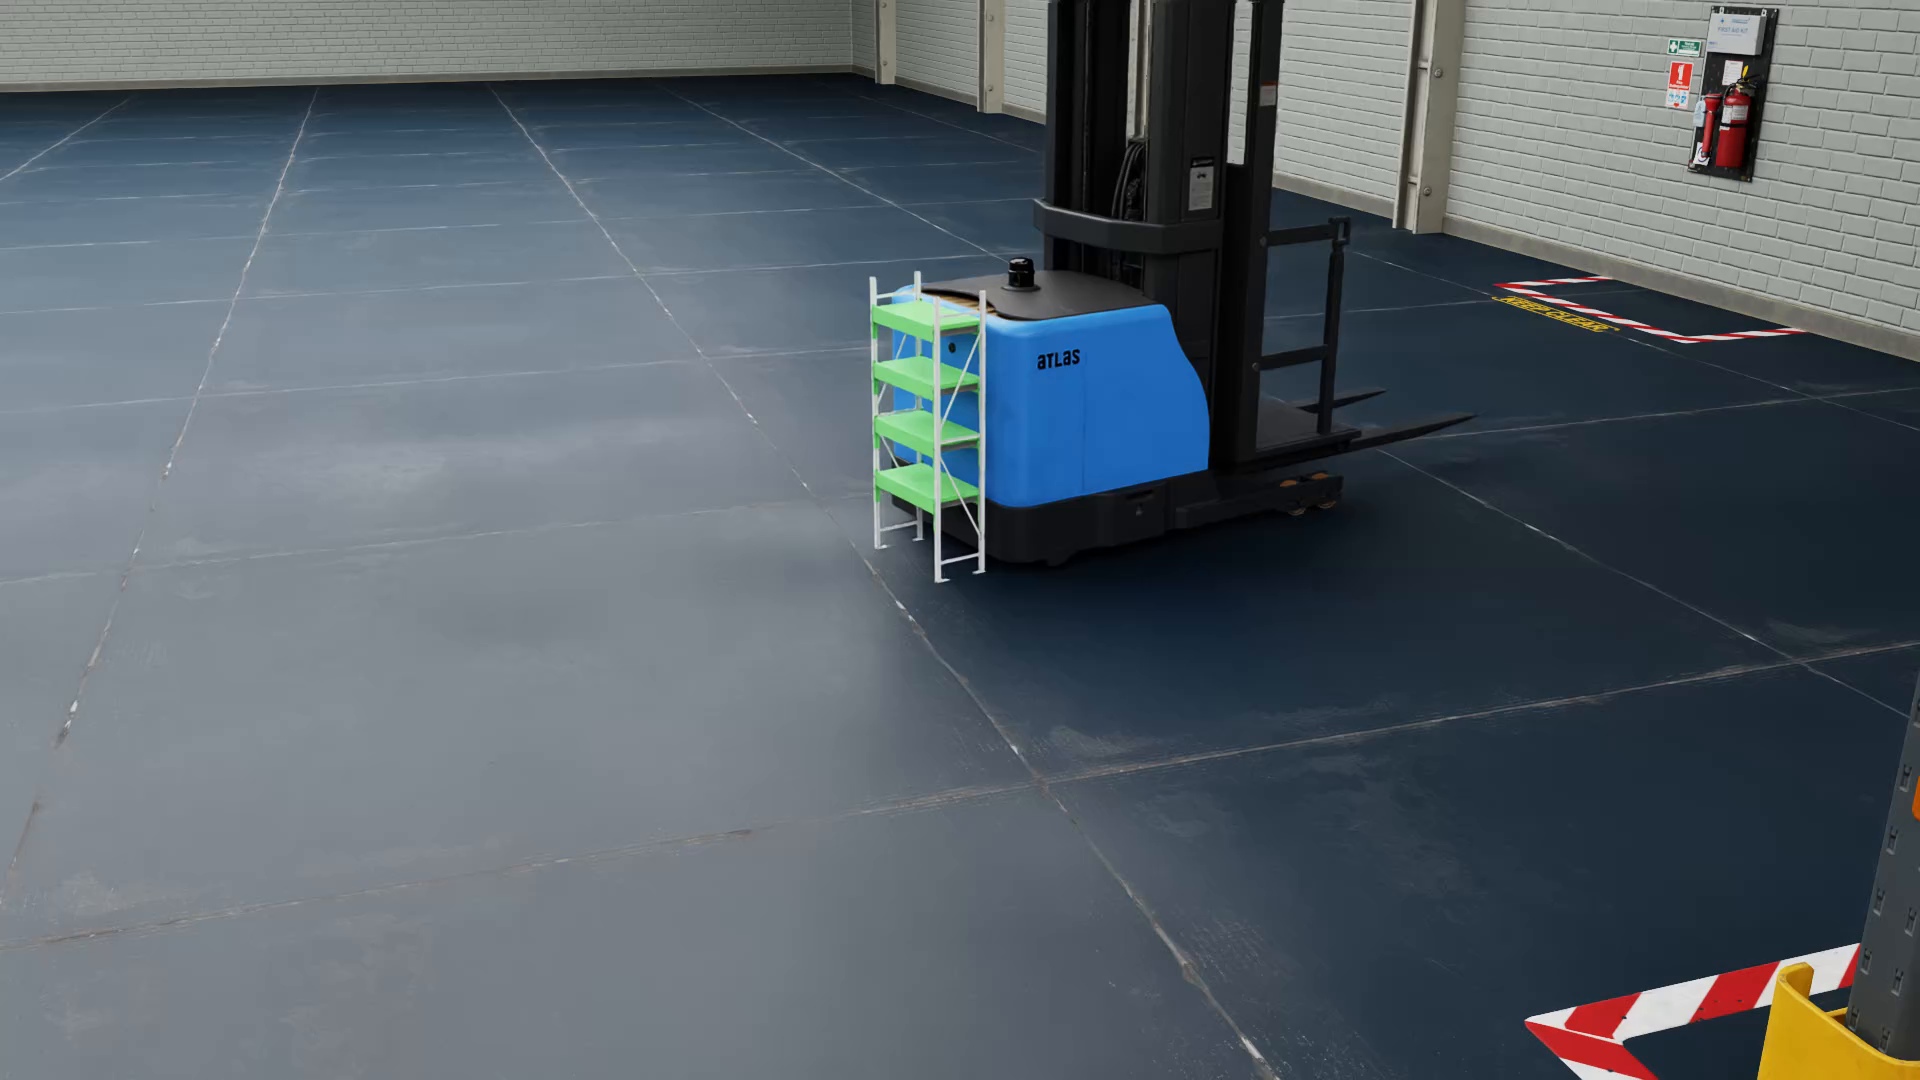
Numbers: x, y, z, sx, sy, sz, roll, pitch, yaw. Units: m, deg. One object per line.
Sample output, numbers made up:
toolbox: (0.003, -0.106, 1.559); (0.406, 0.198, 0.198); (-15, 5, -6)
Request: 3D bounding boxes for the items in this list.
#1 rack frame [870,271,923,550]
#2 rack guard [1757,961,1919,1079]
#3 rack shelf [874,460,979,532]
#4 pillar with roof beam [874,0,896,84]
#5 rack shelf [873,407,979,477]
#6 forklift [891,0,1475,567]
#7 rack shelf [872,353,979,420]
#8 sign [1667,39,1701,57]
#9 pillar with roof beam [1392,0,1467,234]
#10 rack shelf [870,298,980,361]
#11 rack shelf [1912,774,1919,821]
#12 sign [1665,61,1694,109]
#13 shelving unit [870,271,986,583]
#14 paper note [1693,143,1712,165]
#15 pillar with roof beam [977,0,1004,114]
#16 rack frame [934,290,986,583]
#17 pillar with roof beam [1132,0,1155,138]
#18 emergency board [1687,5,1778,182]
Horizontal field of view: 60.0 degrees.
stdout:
rack frame: (-0.269, -0.546, 7.162); (0.240, 1.200, 0.015); (-13, 23, -31)
rack guard: (2.274, 1.123, 3.551); (1.175, 0.500, 0.348); (-6, 21, -17)
rack shelf: (-0.135, -0.191, 7.073); (0.258, 0.148, 0.480); (-13, 23, -31)
pillar with roof beam: (-5.492, -12.434, 28.721); (9.100, 9.000, 0.400); (-6, 21, -17)
rack shelf: (-0.135, -0.417, 6.992); (0.258, 0.148, 0.480); (-13, 23, -31)
forklift: (1.199, -1.627, 7.611); (3.031, 2.935, 1.130); (-12, 23, -31)
rack shelf: (-0.135, -0.643, 6.911); (0.258, 0.148, 0.480); (-13, 23, -31)
sign: (5.315, -3.615, 12.208); (0.001, 0.109, 0.331); (-6, 21, -17)
pillar with roof beam: (0.166, -6.657, 12.639); (9.100, 9.000, 0.400); (-6, 21, -17)
rack shelf: (-0.135, -0.869, 6.830); (0.258, 0.148, 0.480); (-13, 23, -31)
rack shelf: (2.910, 0.935, 1.441); (1.077, 0.370, 4.000); (-6, 21, -17)
sign: (5.322, -3.368, 12.304); (0.001, 0.329, 0.234); (-6, 21, -17)
shelving unit: (-0.135, -0.477, 6.971); (0.258, 1.200, 0.503); (-13, 23, -31)
paper note: (5.408, -2.813, 12.113); (0.016, 0.148, 0.142); (-6, 21, -17)
pillar with roof beam: (-3.606, -10.508, 23.361); (9.100, 9.000, 0.400); (-6, 21, -17)
rack frame: (0.000, -0.409, 6.779); (0.240, 1.200, 0.015); (-13, 23, -31)
pillar with roof beam: (-1.720, -8.583, 18.000); (9.100, 9.000, 0.400); (-6, 21, -17)
emergency board: (5.398, -3.163, 11.786); (0.194, 1.169, 0.643); (-6, 21, -17)
